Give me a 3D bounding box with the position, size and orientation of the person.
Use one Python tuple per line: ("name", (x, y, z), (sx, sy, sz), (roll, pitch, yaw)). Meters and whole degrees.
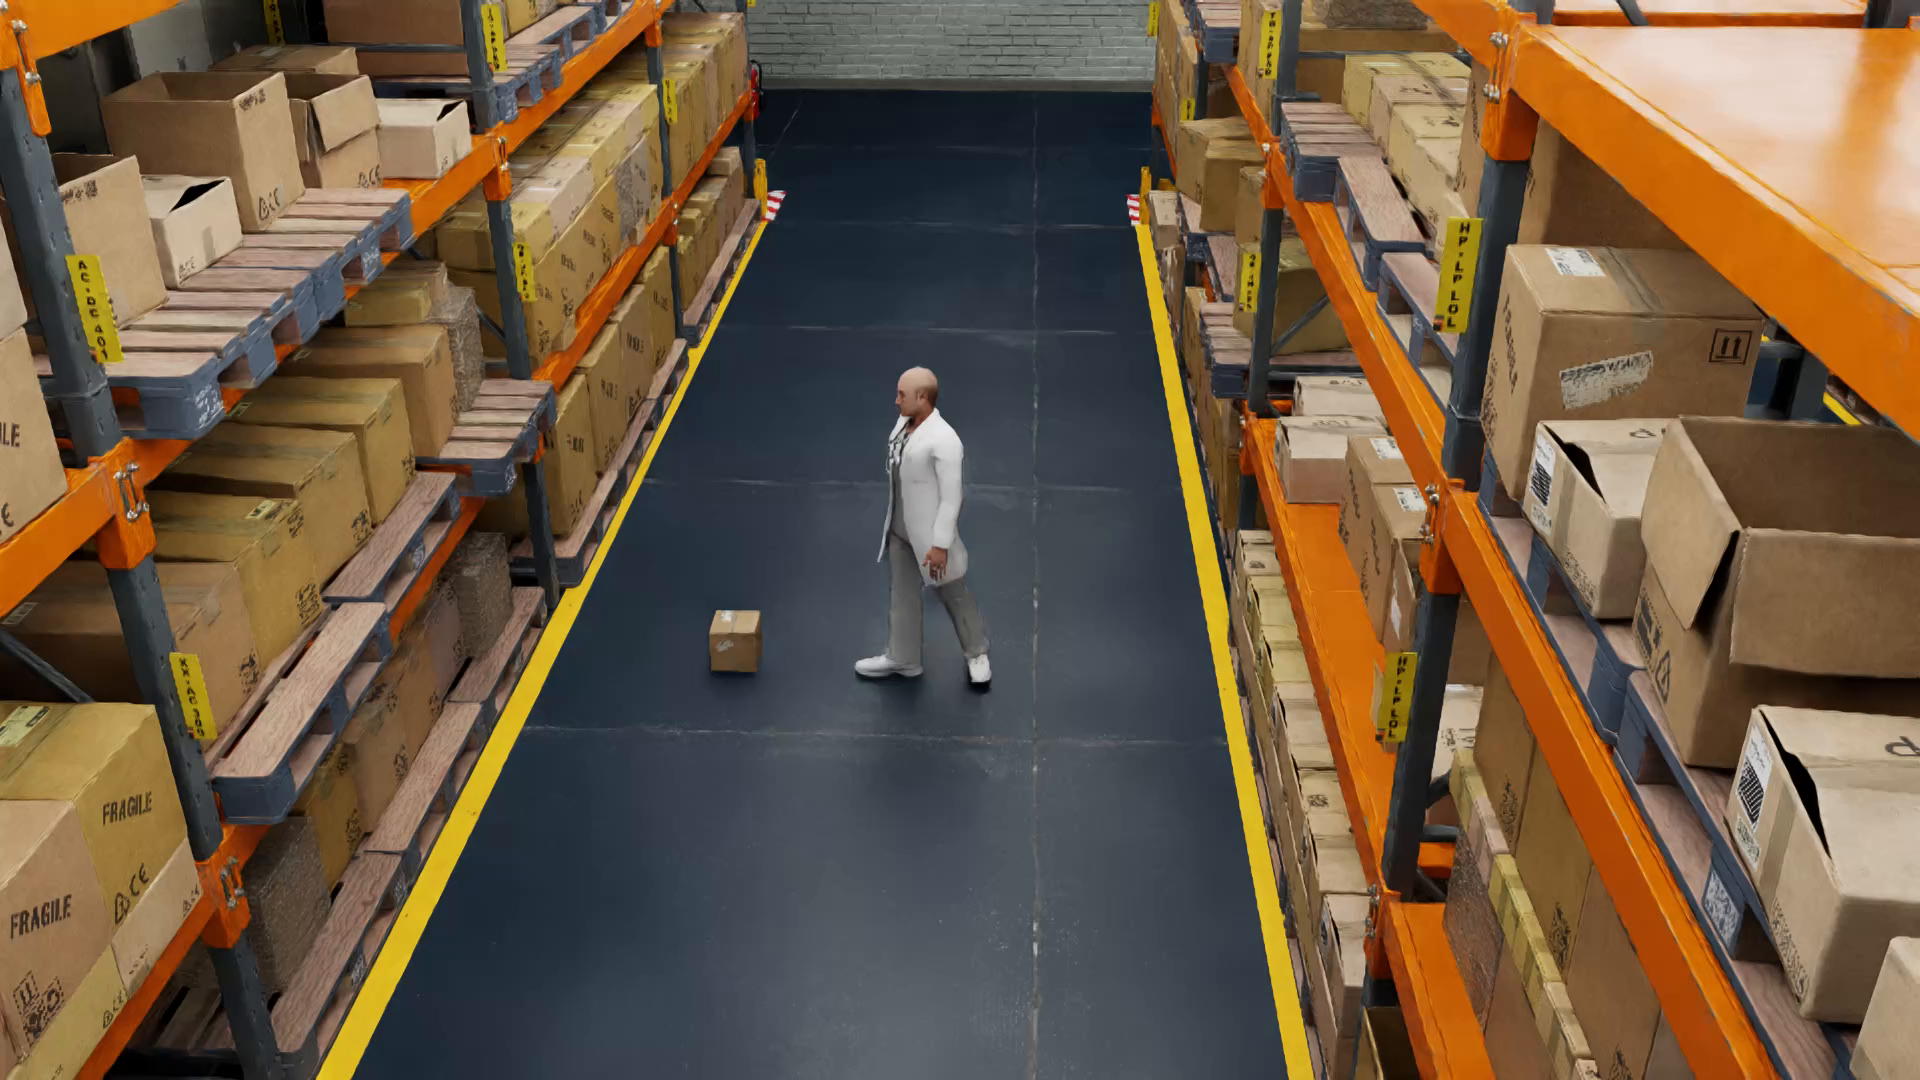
("person", (-0.181, -0.068, 8.761), (0.685, 1.776, 0.701), (-18, 32, -30))
